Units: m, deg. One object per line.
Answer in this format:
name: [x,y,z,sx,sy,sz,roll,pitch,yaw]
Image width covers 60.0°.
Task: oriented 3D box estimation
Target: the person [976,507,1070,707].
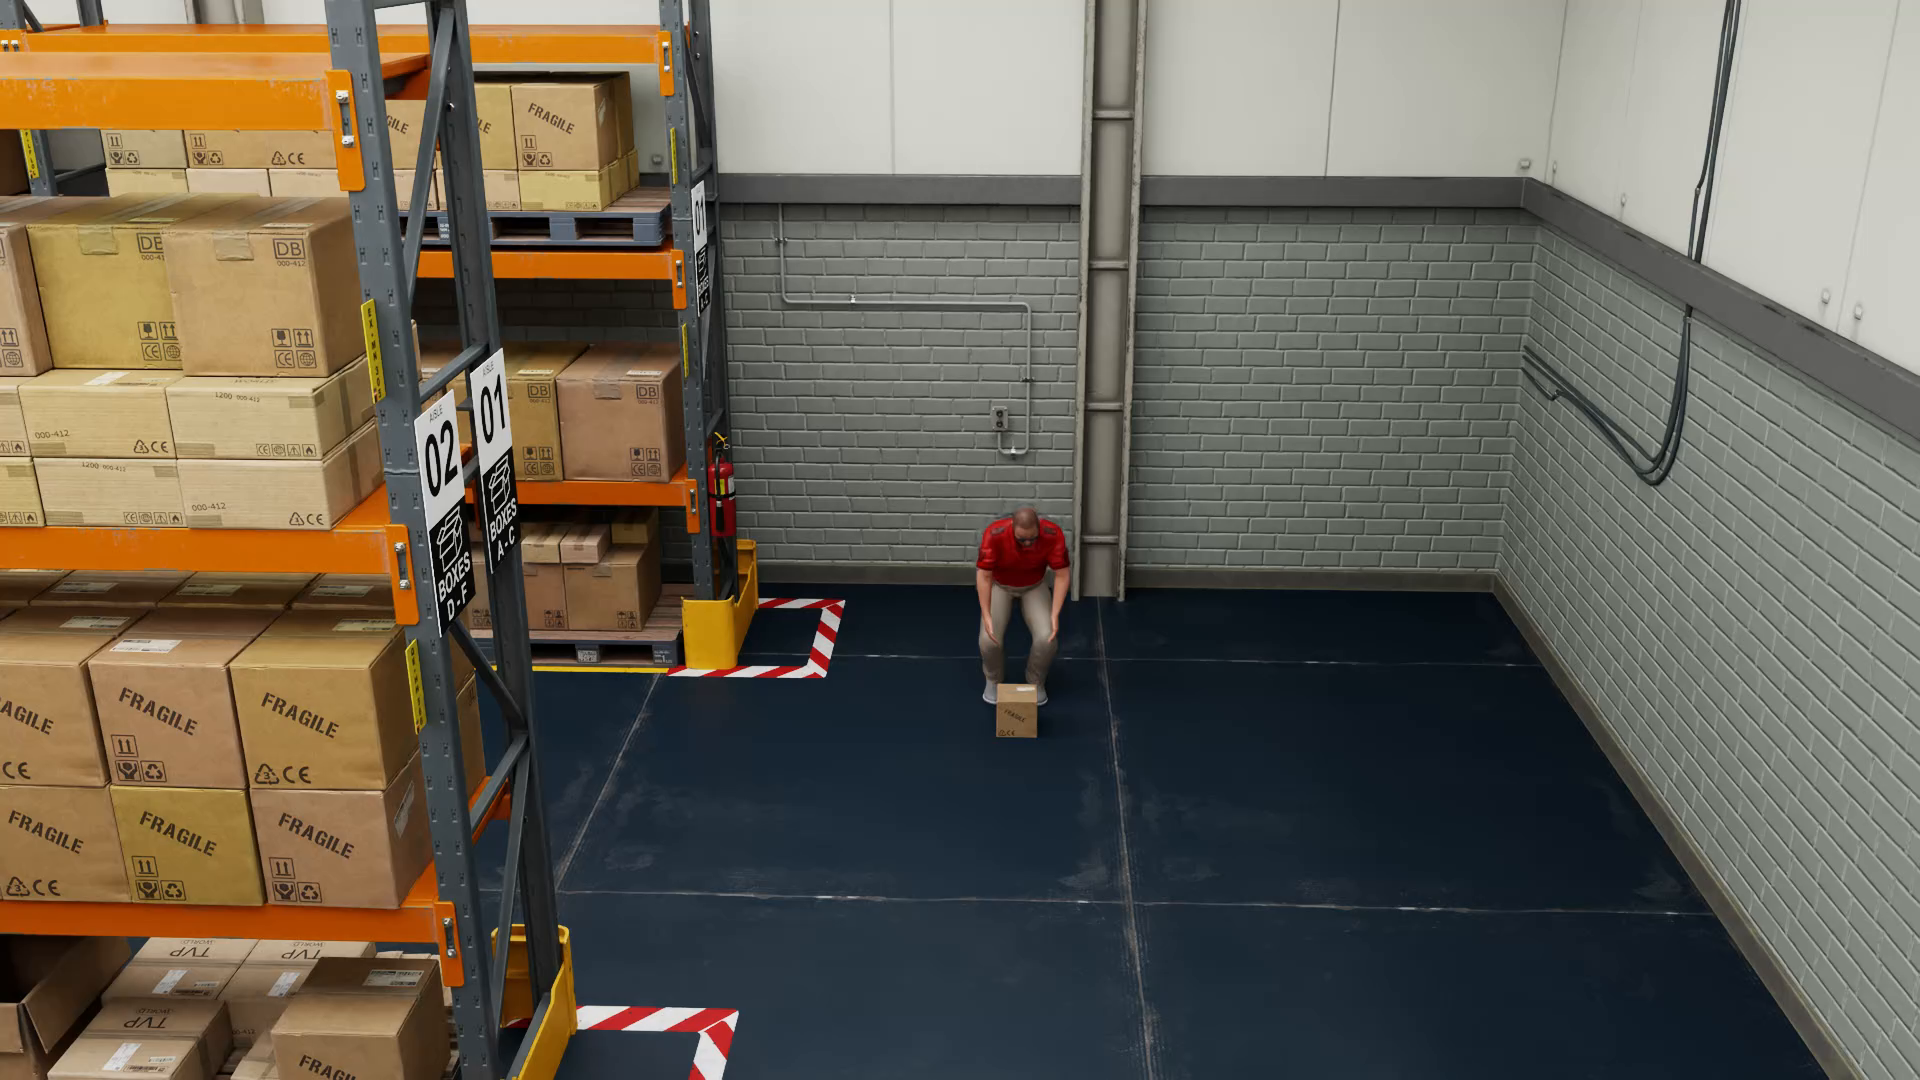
person: [0.401,0.373,10.578,0.590,1.409,0.707,1,21,2]
